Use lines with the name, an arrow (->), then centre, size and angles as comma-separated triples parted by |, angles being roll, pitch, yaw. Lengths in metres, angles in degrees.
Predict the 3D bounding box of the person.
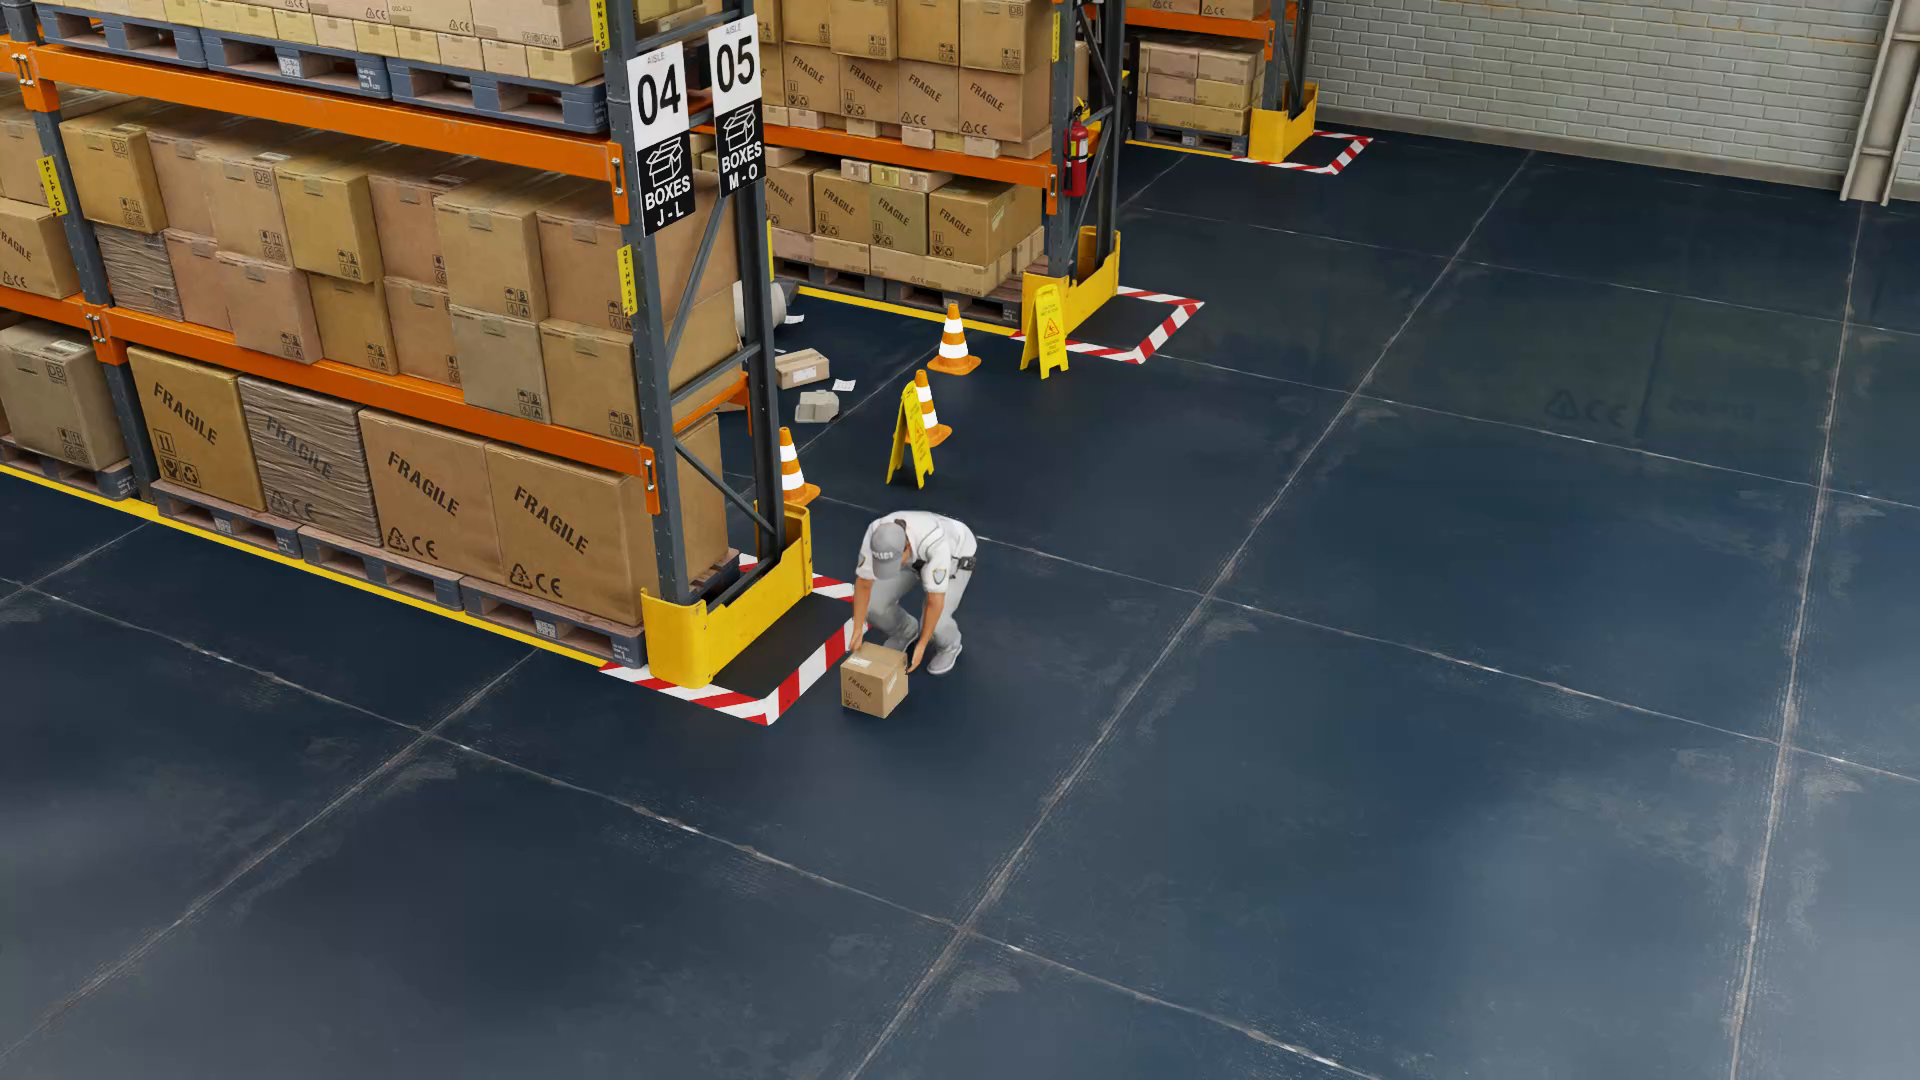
person -> -0.229, 0.221, 8.554 | 0.527, 1.016, 0.844 | 15, 34, 24
